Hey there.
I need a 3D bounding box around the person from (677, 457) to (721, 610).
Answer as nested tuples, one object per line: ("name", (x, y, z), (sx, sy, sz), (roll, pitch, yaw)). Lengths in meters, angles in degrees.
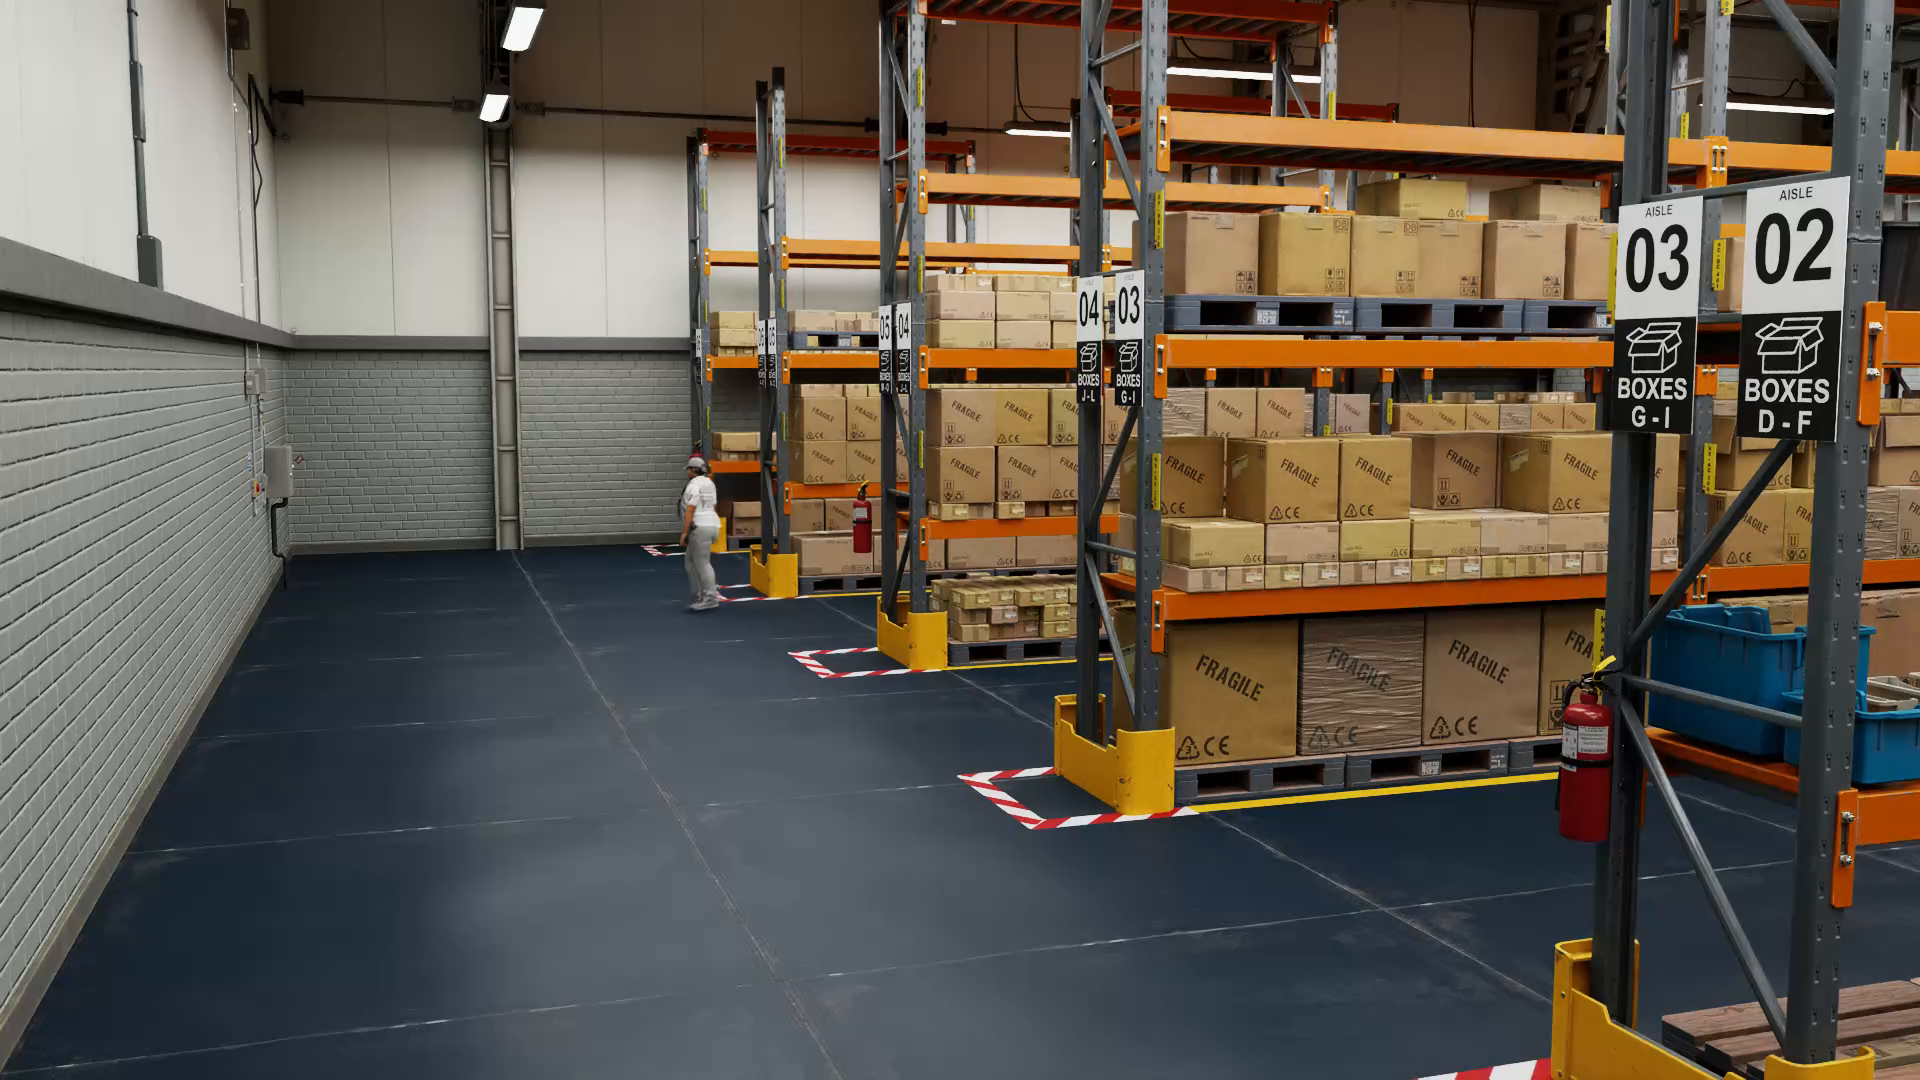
("person", (-2.848, -0.054, 18.222), (0.513, 1.698, 0.557), (1, 6, 14))
